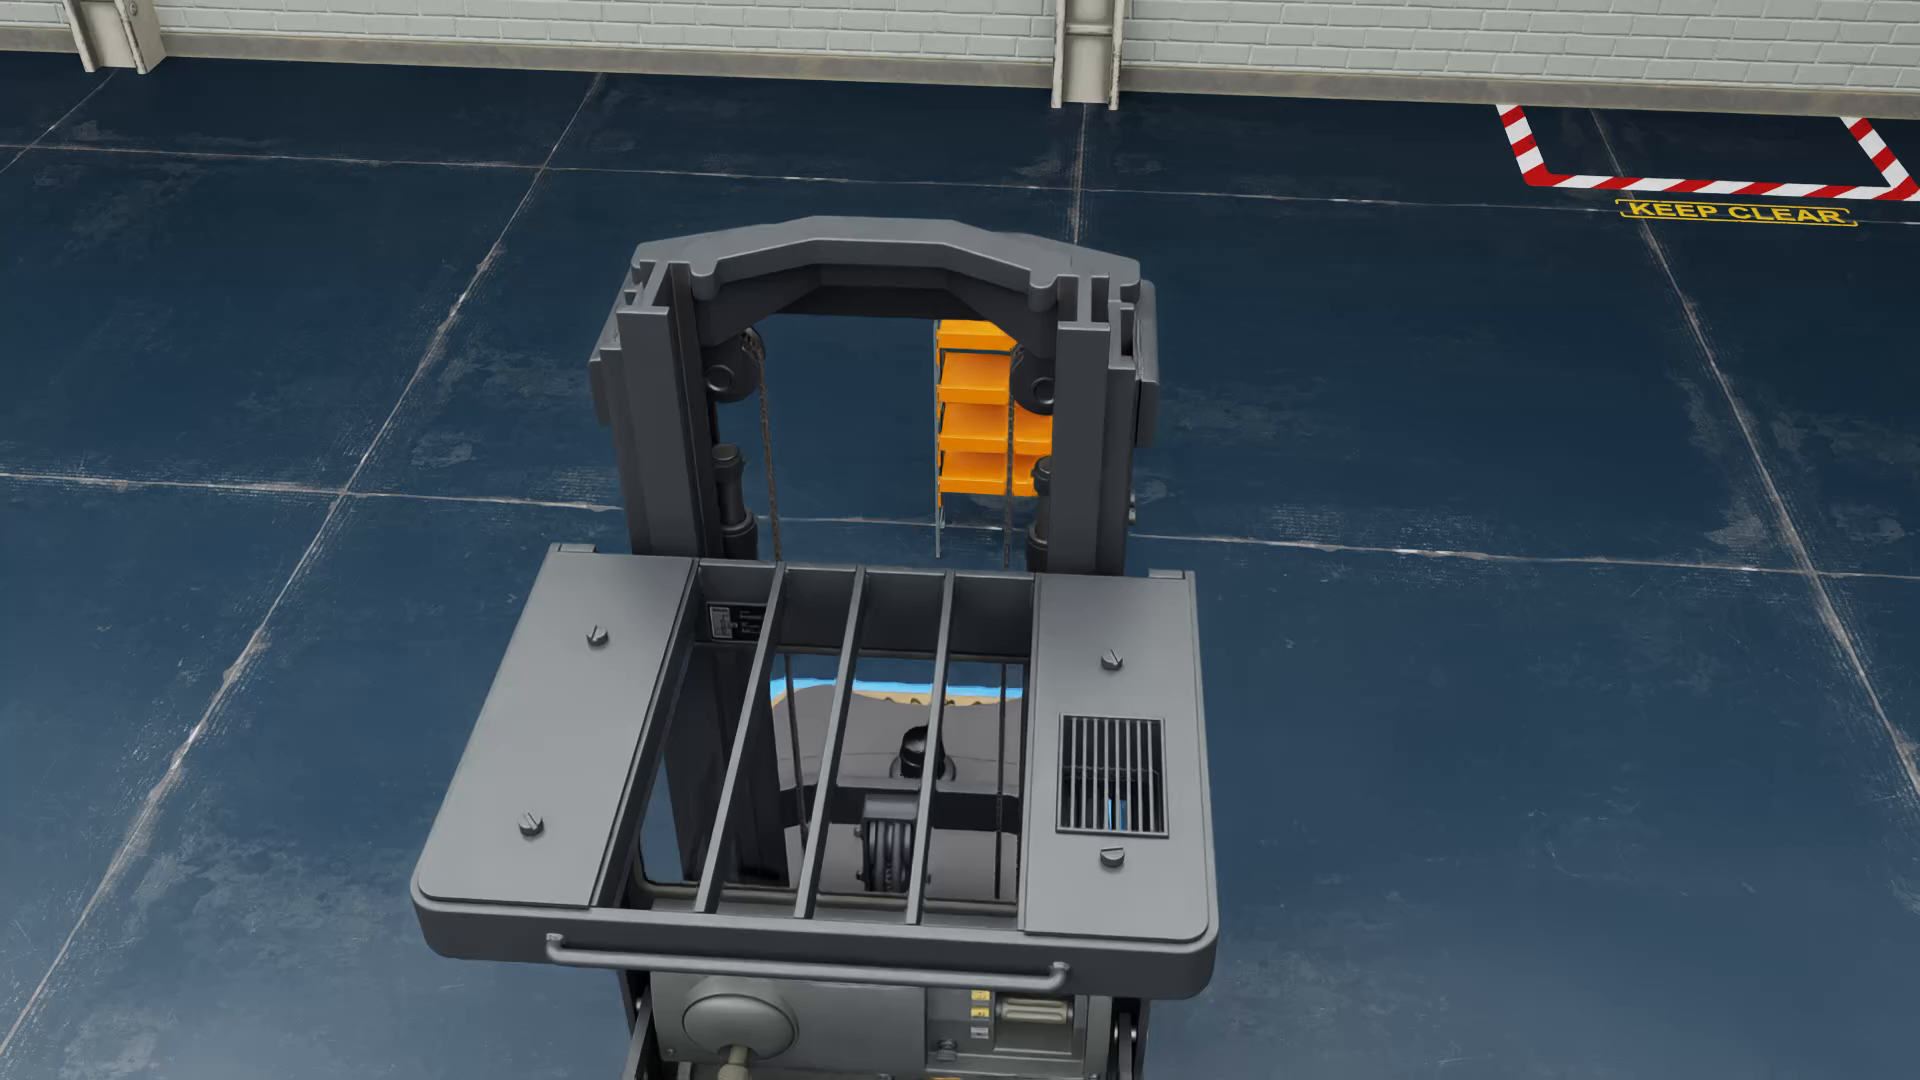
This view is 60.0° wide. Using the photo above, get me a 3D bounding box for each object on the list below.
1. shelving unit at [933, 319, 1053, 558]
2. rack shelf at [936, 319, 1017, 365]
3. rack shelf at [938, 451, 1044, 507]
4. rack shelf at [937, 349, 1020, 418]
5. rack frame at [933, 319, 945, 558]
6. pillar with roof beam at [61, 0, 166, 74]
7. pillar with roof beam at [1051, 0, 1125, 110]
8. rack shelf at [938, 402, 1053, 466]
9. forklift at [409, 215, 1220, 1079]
[{"bbox_3d":[0.165,-0.456,6.360,0.503,1.200,0.258,3,39,4],"label":"shelving unit"},{"bbox_3d":[0.165,-0.761,6.112,0.480,0.148,0.258,3,39,4],"label":"rack shelf"},{"bbox_3d":[0.165,-0.250,6.528,0.480,0.148,0.258,3,39,4],"label":"rack shelf"},{"bbox_3d":[0.165,-0.578,6.261,0.480,0.148,0.258,3,39,4],"label":"rack shelf"},{"bbox_3d":[-0.078,-0.470,6.376,0.015,1.200,0.240,3,39,4],"label":"rack frame"},{"bbox_3d":[-5.593,-3.775,4.260,0.400,9.000,9.100,3,39,4],"label":"pillar with roof beam"},{"bbox_3d":[0.385,-3.448,3.858,0.400,9.000,9.100,3,39,4],"label":"pillar with roof beam"},{"bbox_3d":[0.165,-0.404,6.403,0.480,0.148,0.258,3,39,4],"label":"rack shelf"},{"bbox_3d":[-0.172,1.016,3.181,1.130,2.935,3.031,2,39,3],"label":"forklift"}]
